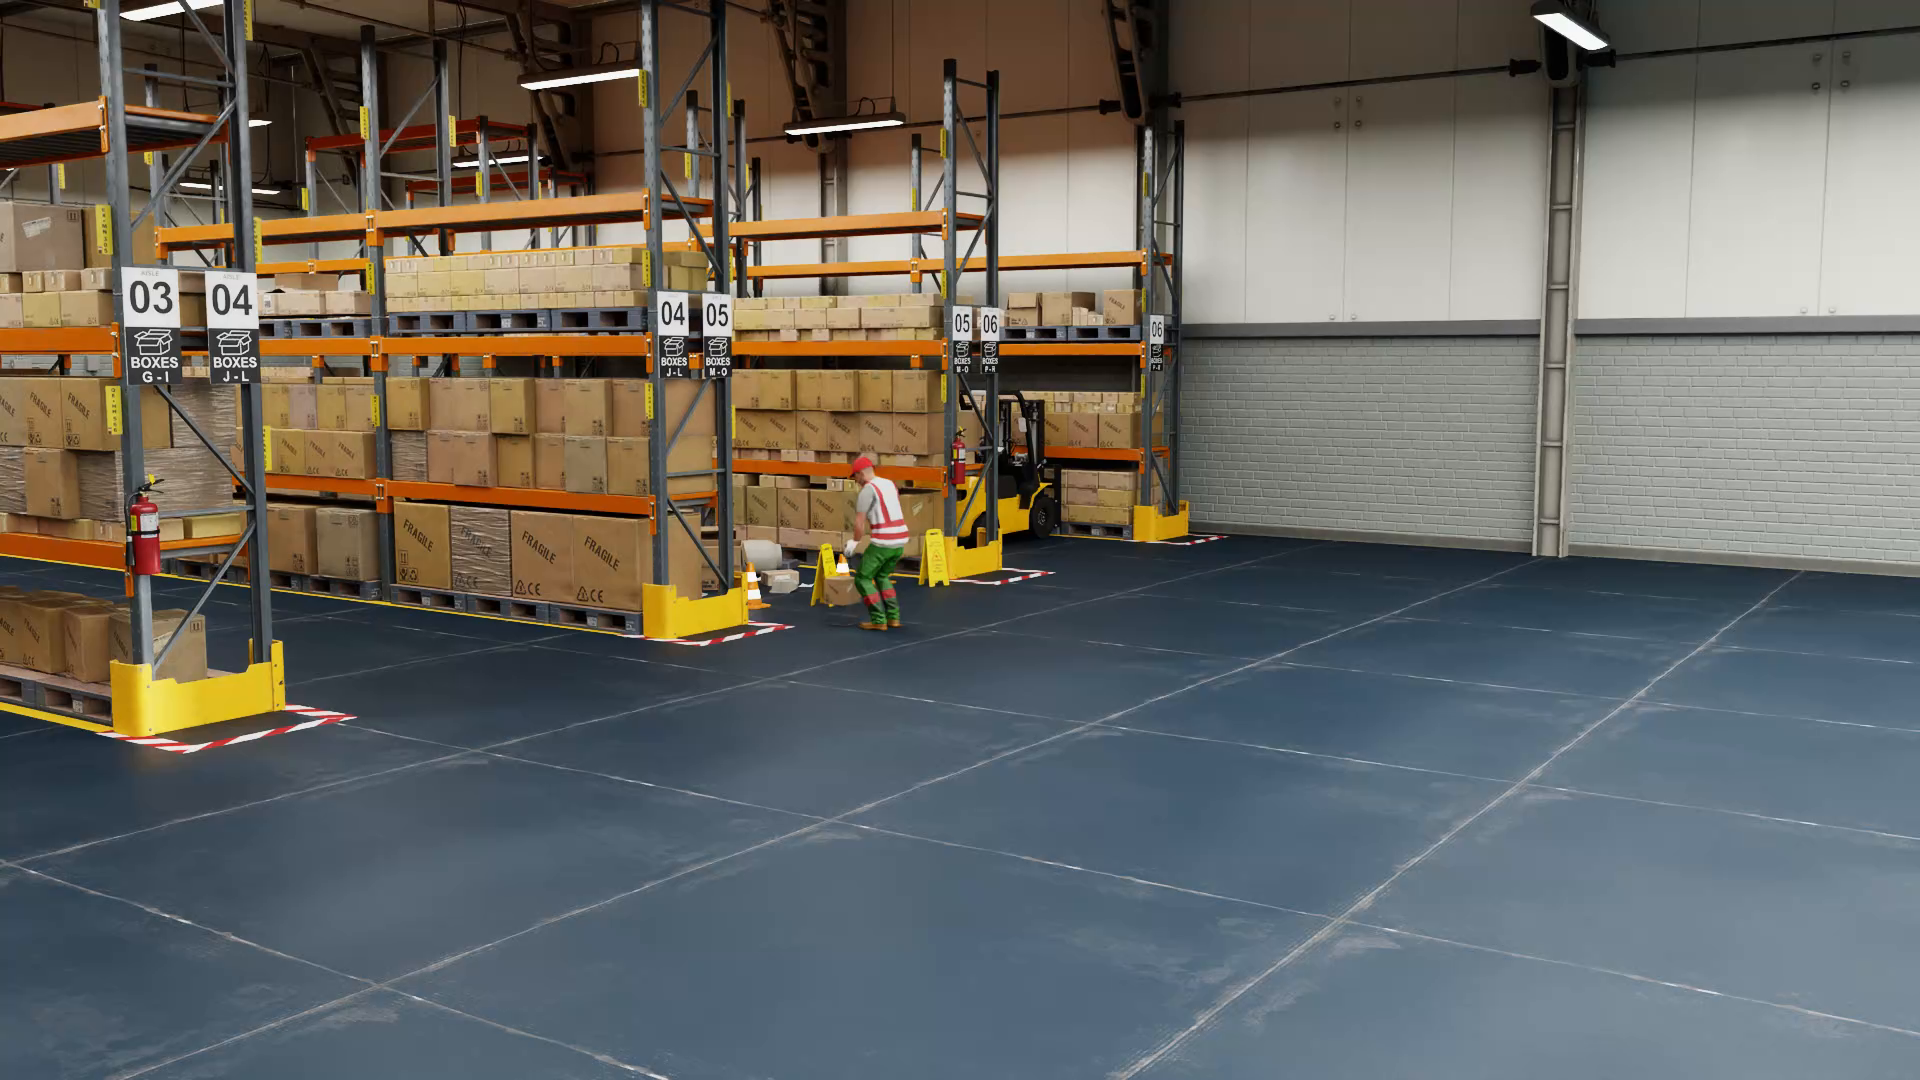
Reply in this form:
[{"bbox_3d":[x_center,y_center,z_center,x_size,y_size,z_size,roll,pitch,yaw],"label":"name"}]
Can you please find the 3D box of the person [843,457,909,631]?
[{"bbox_3d":[-0.808,0.033,15.977,0.580,1.647,0.564,4,8,35],"label":"person"}]
